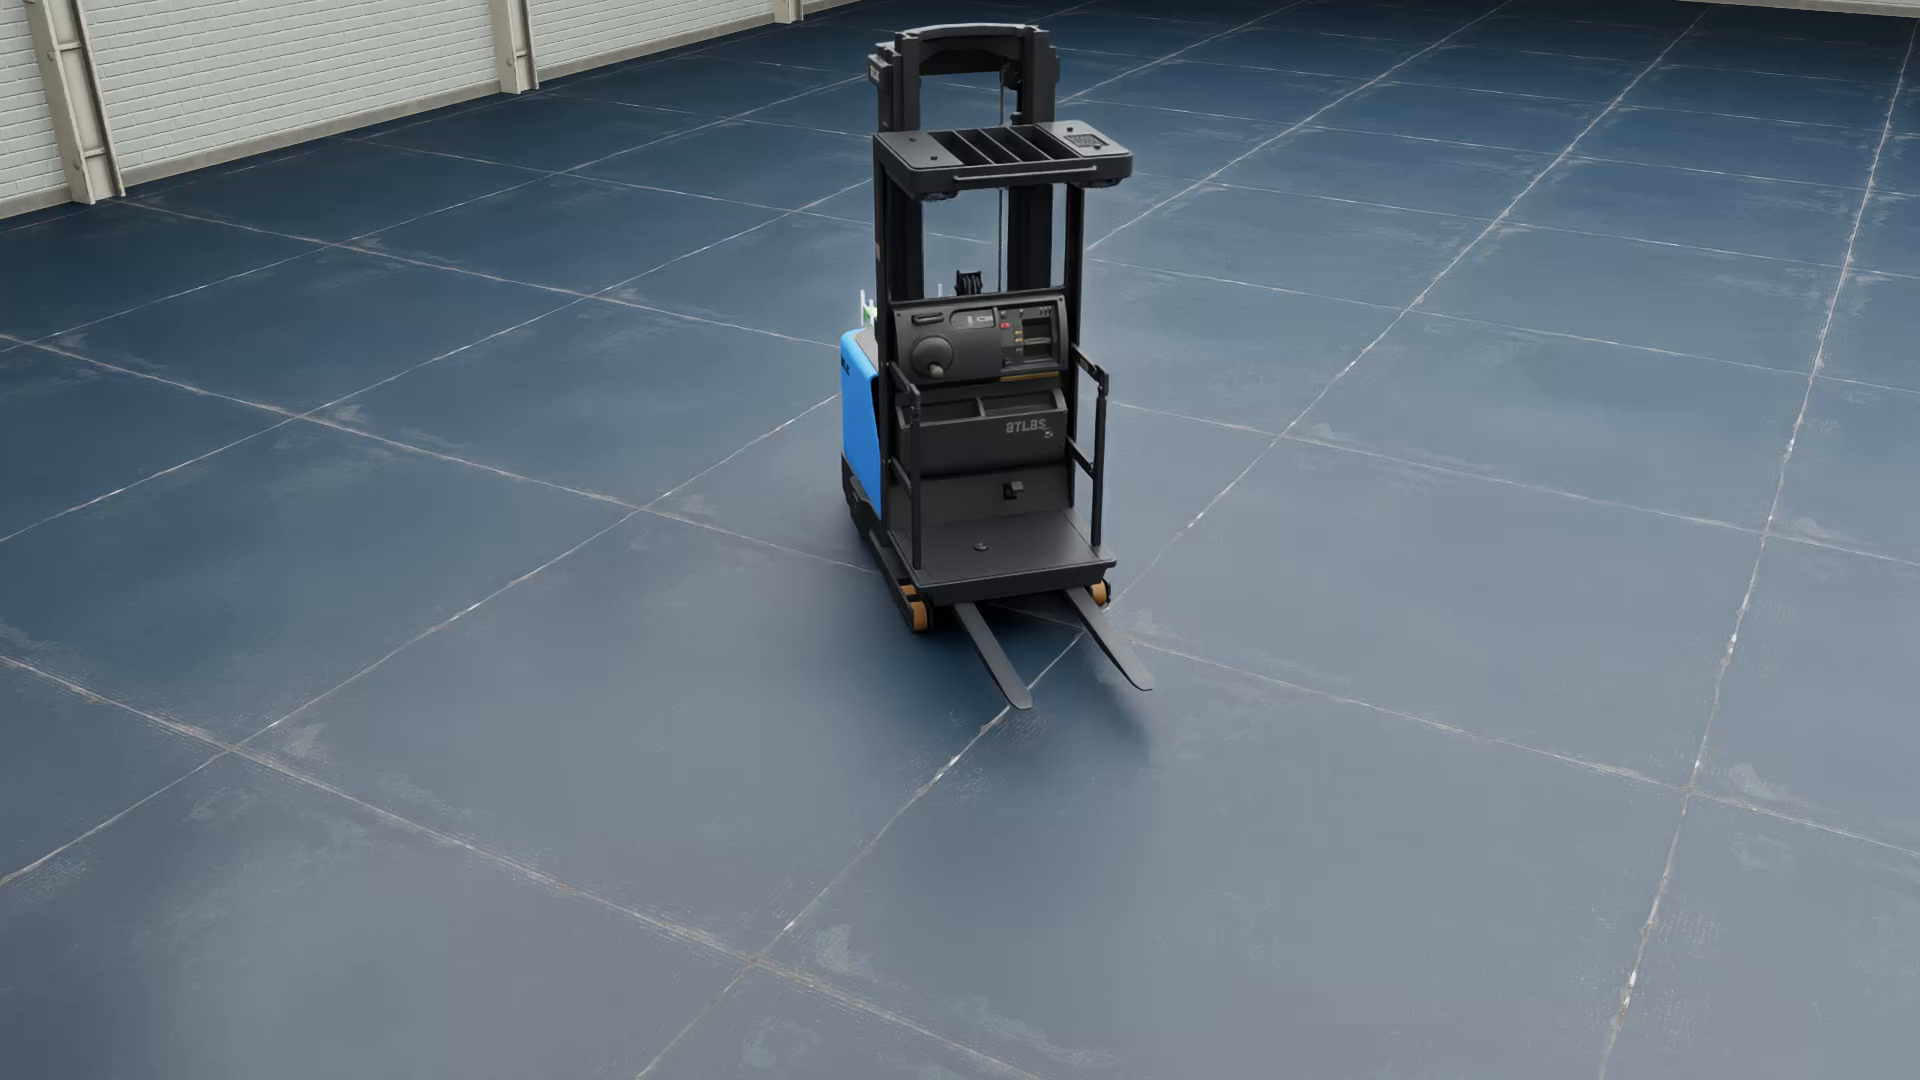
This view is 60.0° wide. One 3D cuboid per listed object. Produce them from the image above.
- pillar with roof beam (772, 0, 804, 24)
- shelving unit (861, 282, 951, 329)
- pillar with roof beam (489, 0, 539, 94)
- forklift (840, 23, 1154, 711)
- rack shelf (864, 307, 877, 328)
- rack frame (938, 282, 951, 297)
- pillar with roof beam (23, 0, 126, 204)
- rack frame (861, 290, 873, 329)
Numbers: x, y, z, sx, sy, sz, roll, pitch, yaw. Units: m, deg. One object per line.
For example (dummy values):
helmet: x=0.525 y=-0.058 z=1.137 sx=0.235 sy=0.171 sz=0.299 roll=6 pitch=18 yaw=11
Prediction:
pillar with roof beam: x=1.075 y=-11.160 z=21.992 sx=9.100 sy=9.000 sz=0.400 roll=14 pitch=30 yaw=26
shelving unit: x=-0.324 y=-0.963 z=10.327 sx=0.503 sy=1.200 sz=0.258 roll=-8 pitch=26 yaw=-15
pillar with roof beam: x=-1.876 y=-8.822 z=17.321 sx=9.100 sy=9.000 sz=0.400 roll=14 pitch=30 yaw=26
forklift: x=0.176 y=-1.019 z=8.512 sx=1.130 sy=2.935 sz=3.031 roll=-7 pitch=28 yaw=-14
rack shelf: x=-0.327 y=-1.339 z=10.149 sx=0.480 sy=0.148 sz=0.258 roll=-8 pitch=26 yaw=-15
rack frame: x=-0.091 y=-0.996 z=10.392 sx=0.015 sy=1.200 sz=0.240 roll=-8 pitch=26 yaw=-15
pillar with roof beam: x=-4.828 y=-6.484 z=12.650 sx=9.100 sy=9.000 sz=0.400 roll=14 pitch=30 yaw=26
rack frame: x=-0.557 y=-0.931 z=10.262 sx=0.015 sy=1.200 sz=0.240 roll=-8 pitch=26 yaw=-15
